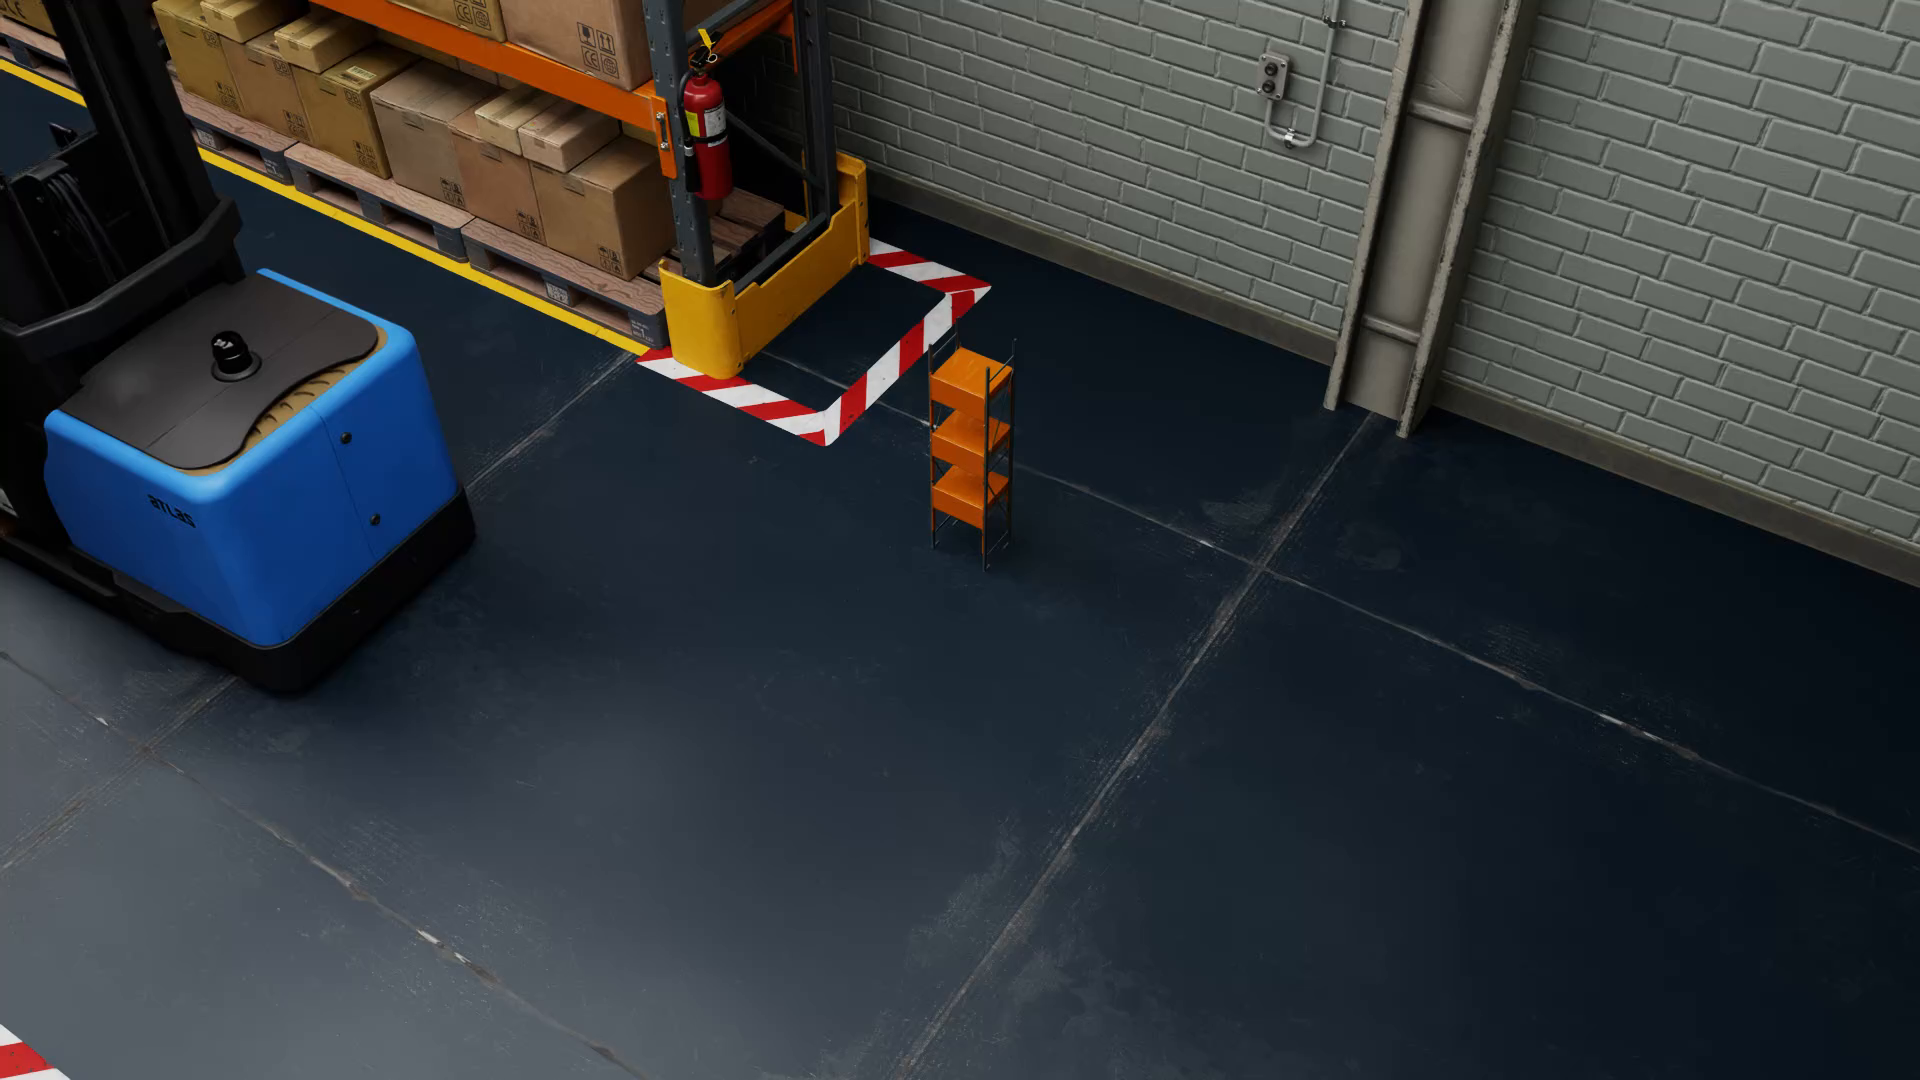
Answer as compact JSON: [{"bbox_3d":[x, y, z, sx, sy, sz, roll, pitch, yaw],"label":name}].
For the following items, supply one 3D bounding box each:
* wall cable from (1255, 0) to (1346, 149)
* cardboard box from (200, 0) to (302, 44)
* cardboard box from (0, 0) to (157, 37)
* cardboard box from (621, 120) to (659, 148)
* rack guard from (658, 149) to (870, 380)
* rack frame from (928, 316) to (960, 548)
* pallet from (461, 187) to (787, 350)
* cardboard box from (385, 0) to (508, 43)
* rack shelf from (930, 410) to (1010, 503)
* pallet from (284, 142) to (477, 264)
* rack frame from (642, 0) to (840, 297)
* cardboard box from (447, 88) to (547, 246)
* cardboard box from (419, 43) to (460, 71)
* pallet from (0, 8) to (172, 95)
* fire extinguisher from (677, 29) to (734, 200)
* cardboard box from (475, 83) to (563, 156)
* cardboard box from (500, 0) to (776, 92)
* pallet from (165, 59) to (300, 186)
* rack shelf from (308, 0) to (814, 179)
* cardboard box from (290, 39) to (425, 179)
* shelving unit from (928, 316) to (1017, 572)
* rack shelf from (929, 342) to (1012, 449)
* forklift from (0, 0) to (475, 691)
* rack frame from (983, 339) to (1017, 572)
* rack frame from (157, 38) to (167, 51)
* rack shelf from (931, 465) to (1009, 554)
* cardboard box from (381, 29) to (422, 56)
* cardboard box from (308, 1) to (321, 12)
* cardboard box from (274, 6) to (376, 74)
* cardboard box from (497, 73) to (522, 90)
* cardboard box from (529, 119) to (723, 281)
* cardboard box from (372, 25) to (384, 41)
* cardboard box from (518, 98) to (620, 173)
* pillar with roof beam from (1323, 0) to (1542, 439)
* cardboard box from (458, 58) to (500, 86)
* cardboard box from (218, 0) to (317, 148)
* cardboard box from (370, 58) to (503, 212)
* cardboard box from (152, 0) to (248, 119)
[{"bbox_3d":[0.695,-2.602,6.479,1.851,1.984,0.084,25,51,22],"label":"wall cable"},{"bbox_3d":[-3.496,-2.629,8.211,0.250,0.149,0.380,26,51,23],"label":"cardboard box"},{"bbox_3d":[-4.878,-3.292,9.063,0.750,0.750,0.750,25,51,23],"label":"cardboard box"},{"bbox_3d":[-1.323,-1.957,7.558,0.250,0.149,0.380,25,51,22],"label":"cardboard box"},{"bbox_3d":[-0.873,-1.292,7.657,0.348,0.500,1.175,25,51,22],"label":"rack guard"},{"bbox_3d":[-0.058,-0.392,6.399,0.008,1.050,0.200,25,51,22],"label":"rack frame"},{"bbox_3d":[-1.608,-1.463,8.025,1.213,0.211,1.003,25,51,22],"label":"pallet"},{"bbox_3d":[-1.946,-2.744,7.115,0.700,0.700,0.980,24,51,22],"label":"cardboard box"},{"bbox_3d":[0.045,-0.338,6.361,0.240,0.259,0.215,25,51,22],"label":"rack shelf"},{"bbox_3d":[-2.631,-1.936,8.484,1.213,0.211,1.003,25,51,22],"label":"pallet"},{"bbox_3d":[-0.893,-2.173,6.770,0.127,3.000,1.000,25,51,22],"label":"rack frame"},{"bbox_3d":[-1.958,-1.852,7.909,0.500,0.500,0.700,25,51,22],"label":"cardboard box"},{"bbox_3d":[-2.391,-2.447,8.034,0.250,0.149,0.380,25,51,22],"label":"cardboard box"},{"bbox_3d":[-4.950,-3.003,9.521,1.213,0.211,1.003,25,51,22],"label":"pallet"},{"bbox_3d":[-1.015,-1.679,6.604,0.183,0.674,0.296,25,51,22],"label":"fire extinguisher"},{"bbox_3d":[-1.958,-1.923,7.525,0.250,0.149,0.380,26,51,23],"label":"cardboard box"},{"bbox_3d":[-1.328,-2.469,6.848,0.700,0.700,0.980,27,52,24],"label":"cardboard box"},{"bbox_3d":[-3.662,-2.408,8.943,1.213,0.211,1.003,25,51,22],"label":"pallet"},{"bbox_3d":[-2.577,-2.696,7.780,4.000,0.370,1.077,25,51,22],"label":"rack shelf"},{"bbox_3d":[-2.834,-2.249,8.294,0.500,0.500,0.700,26,51,23],"label":"cardboard box"},{"bbox_3d":[0.045,-0.345,6.353,0.252,1.050,0.215,25,51,22],"label":"shelving unit"},{"bbox_3d":[0.045,-0.536,6.157,0.240,0.259,0.215,25,51,22],"label":"rack shelf"},{"bbox_3d":[-3.482,-1.262,5.933,3.031,2.935,1.130,23,50,21],"label":"forklift"},{"bbox_3d":[0.148,-0.298,6.307,0.008,1.050,0.200,25,51,22],"label":"rack frame"},{"bbox_3d":[-4.260,-3.721,8.275,0.127,3.000,1.000,25,51,22],"label":"rack frame"},{"bbox_3d":[0.045,-0.144,6.560,0.240,0.259,0.215,25,51,22],"label":"rack shelf"},{"bbox_3d":[-2.604,-2.545,8.129,0.250,0.149,0.380,24,50,21],"label":"cardboard box"},{"bbox_3d":[-3.034,-2.743,8.322,0.250,0.149,0.380,23,50,21],"label":"cardboard box"},{"bbox_3d":[-3.057,-2.427,8.014,0.250,0.149,0.380,23,50,21],"label":"cardboard box"},{"bbox_3d":[-1.960,-2.250,7.843,0.250,0.149,0.380,25,51,22],"label":"cardboard box"},{"bbox_3d":[-1.536,-1.659,7.720,0.500,0.500,0.700,25,51,22],"label":"cardboard box"},{"bbox_3d":[-2.822,-2.645,8.226,0.250,0.149,0.380,25,51,22],"label":"cardboard box"},{"bbox_3d":[-1.743,-1.824,7.429,0.250,0.149,0.380,24,51,22],"label":"cardboard box"},{"bbox_3d":[-0.478,-1.141,1.584,0.400,9.000,9.100,25,51,22],"label":"pillar with roof beam"},{"bbox_3d":[-2.175,-2.348,7.938,0.250,0.149,0.380,25,51,23],"label":"cardboard box"},{"bbox_3d":[-3.265,-2.449,8.488,0.500,0.500,0.700,24,51,22],"label":"cardboard box"},{"bbox_3d":[-2.381,-2.047,8.097,0.500,0.500,0.700,23,50,21],"label":"cardboard box"},{"bbox_3d":[-3.686,-2.645,8.679,0.500,0.500,0.700,25,51,23],"label":"cardboard box"}]
